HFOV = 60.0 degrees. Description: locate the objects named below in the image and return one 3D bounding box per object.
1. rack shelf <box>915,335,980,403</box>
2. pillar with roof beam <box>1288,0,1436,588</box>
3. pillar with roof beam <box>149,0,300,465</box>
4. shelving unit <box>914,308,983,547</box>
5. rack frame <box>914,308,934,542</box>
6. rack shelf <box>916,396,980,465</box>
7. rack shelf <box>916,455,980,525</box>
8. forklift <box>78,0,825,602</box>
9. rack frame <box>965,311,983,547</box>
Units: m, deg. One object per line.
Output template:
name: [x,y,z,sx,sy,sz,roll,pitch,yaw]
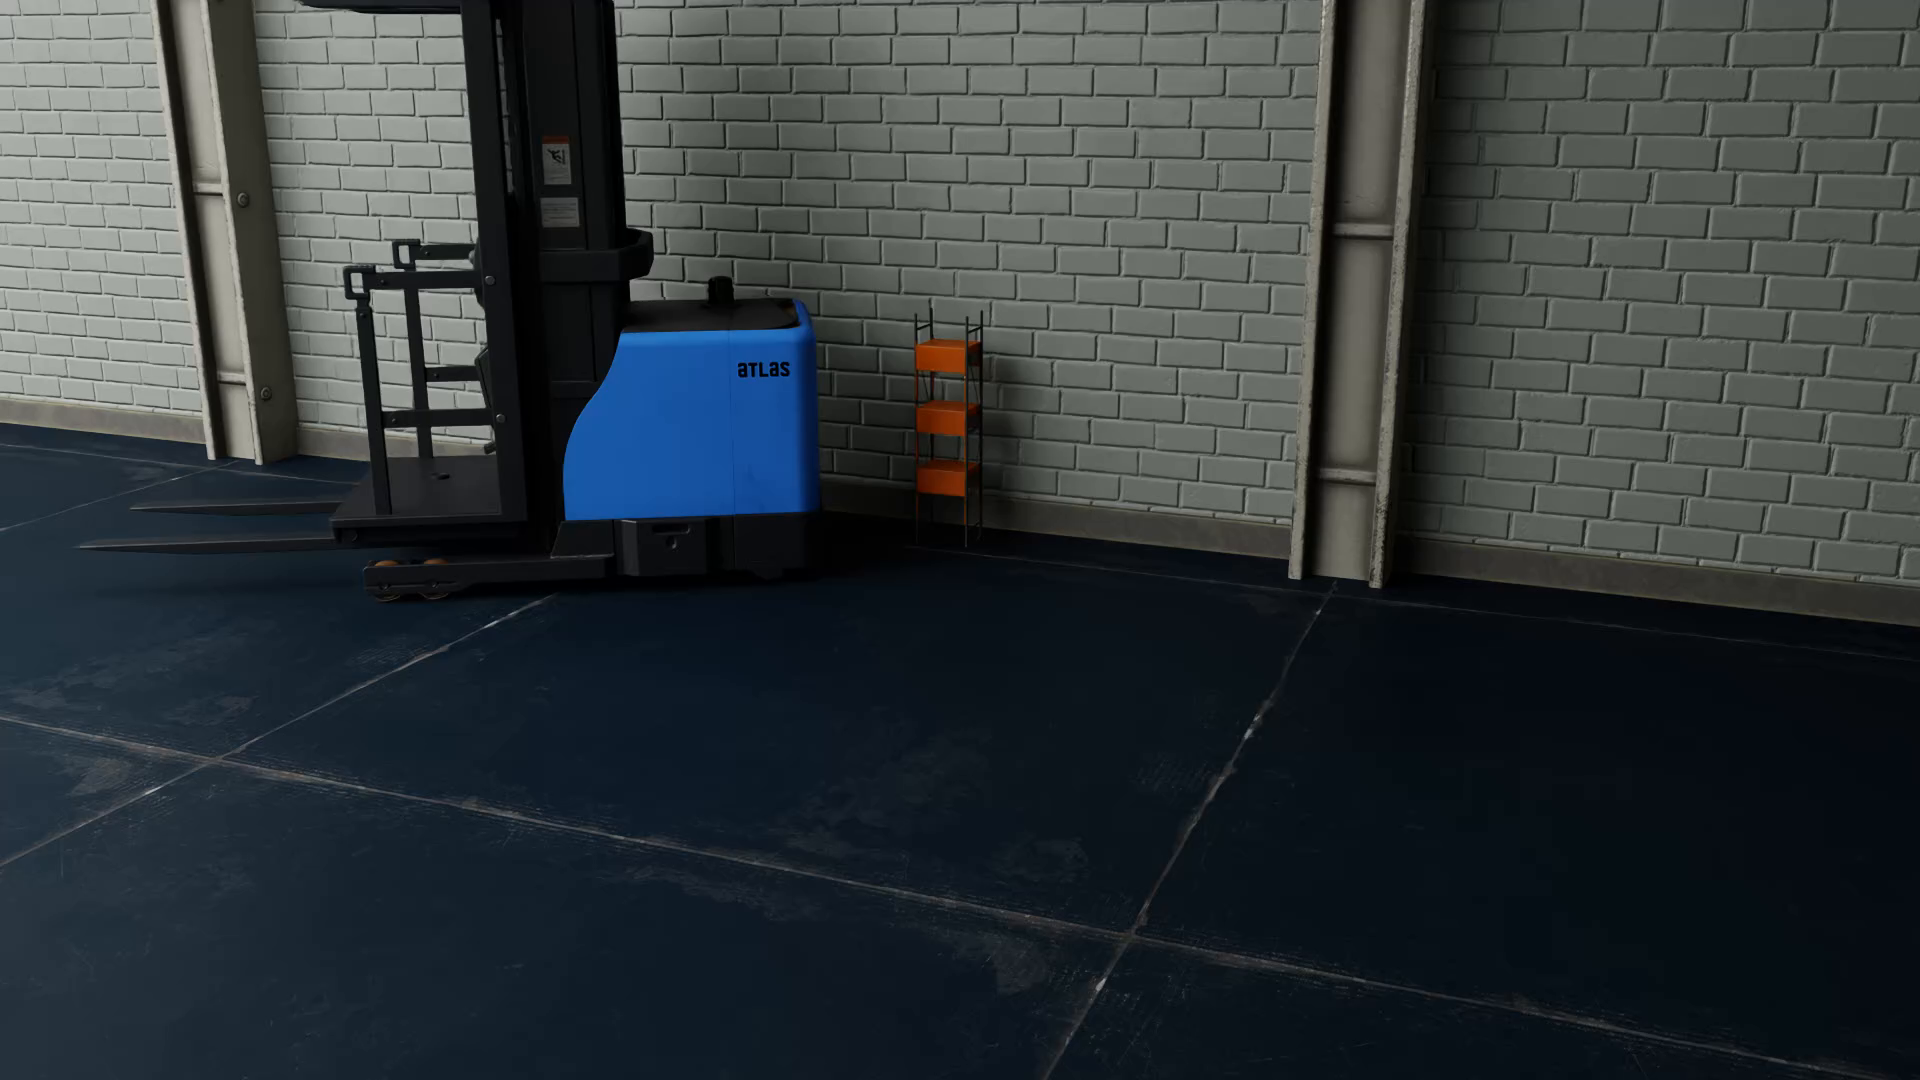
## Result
rack shelf: [-0.050,-0.772,7.470,0.240,0.259,0.215,6,17,21]
pillar with roof beam: [0.065,-3.061,2.078,0.400,9.000,9.100,6,17,21]
pillar with roof beam: [-5.517,-3.675,4.193,0.400,9.000,9.100,6,17,21]
shelving unit: [-0.050,-0.510,7.546,0.252,1.050,0.215,6,17,21]
rack frame: [-0.163,-0.522,7.589,0.008,1.050,0.200,6,17,21]
rack shelf: [-0.050,-0.499,7.549,0.240,0.259,0.215,6,17,21]
rack shelf: [-0.050,-0.233,7.627,0.240,0.259,0.215,6,17,21]
forklift: [-2.137,-1.312,6.936,3.031,2.935,1.130,-2,16,-7]
rack frame: [0.064,-0.497,7.503,0.008,1.050,0.200,6,17,21]
